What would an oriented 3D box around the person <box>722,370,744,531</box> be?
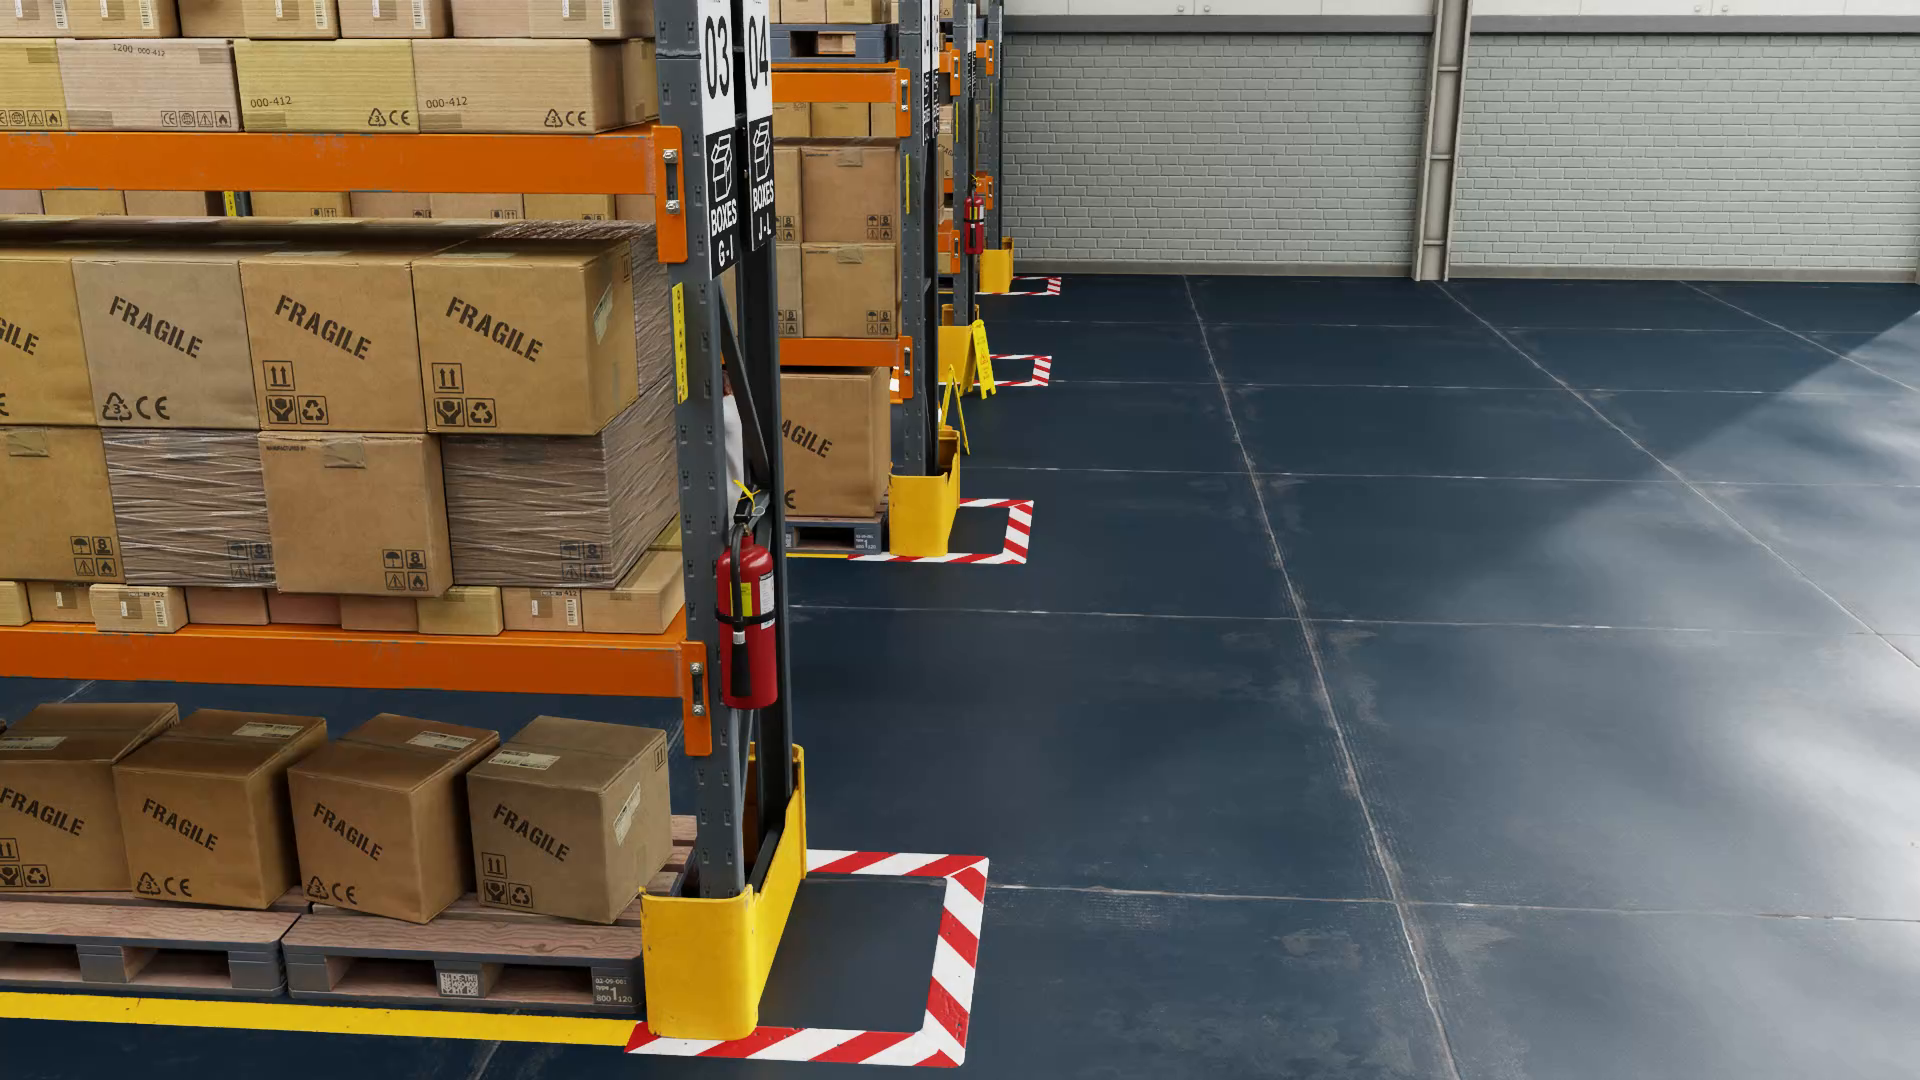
[{"bbox_3d":[-1.164,-0.122,7.936,0.358,1.673,0.486,1,18,4],"label":"person"}]
